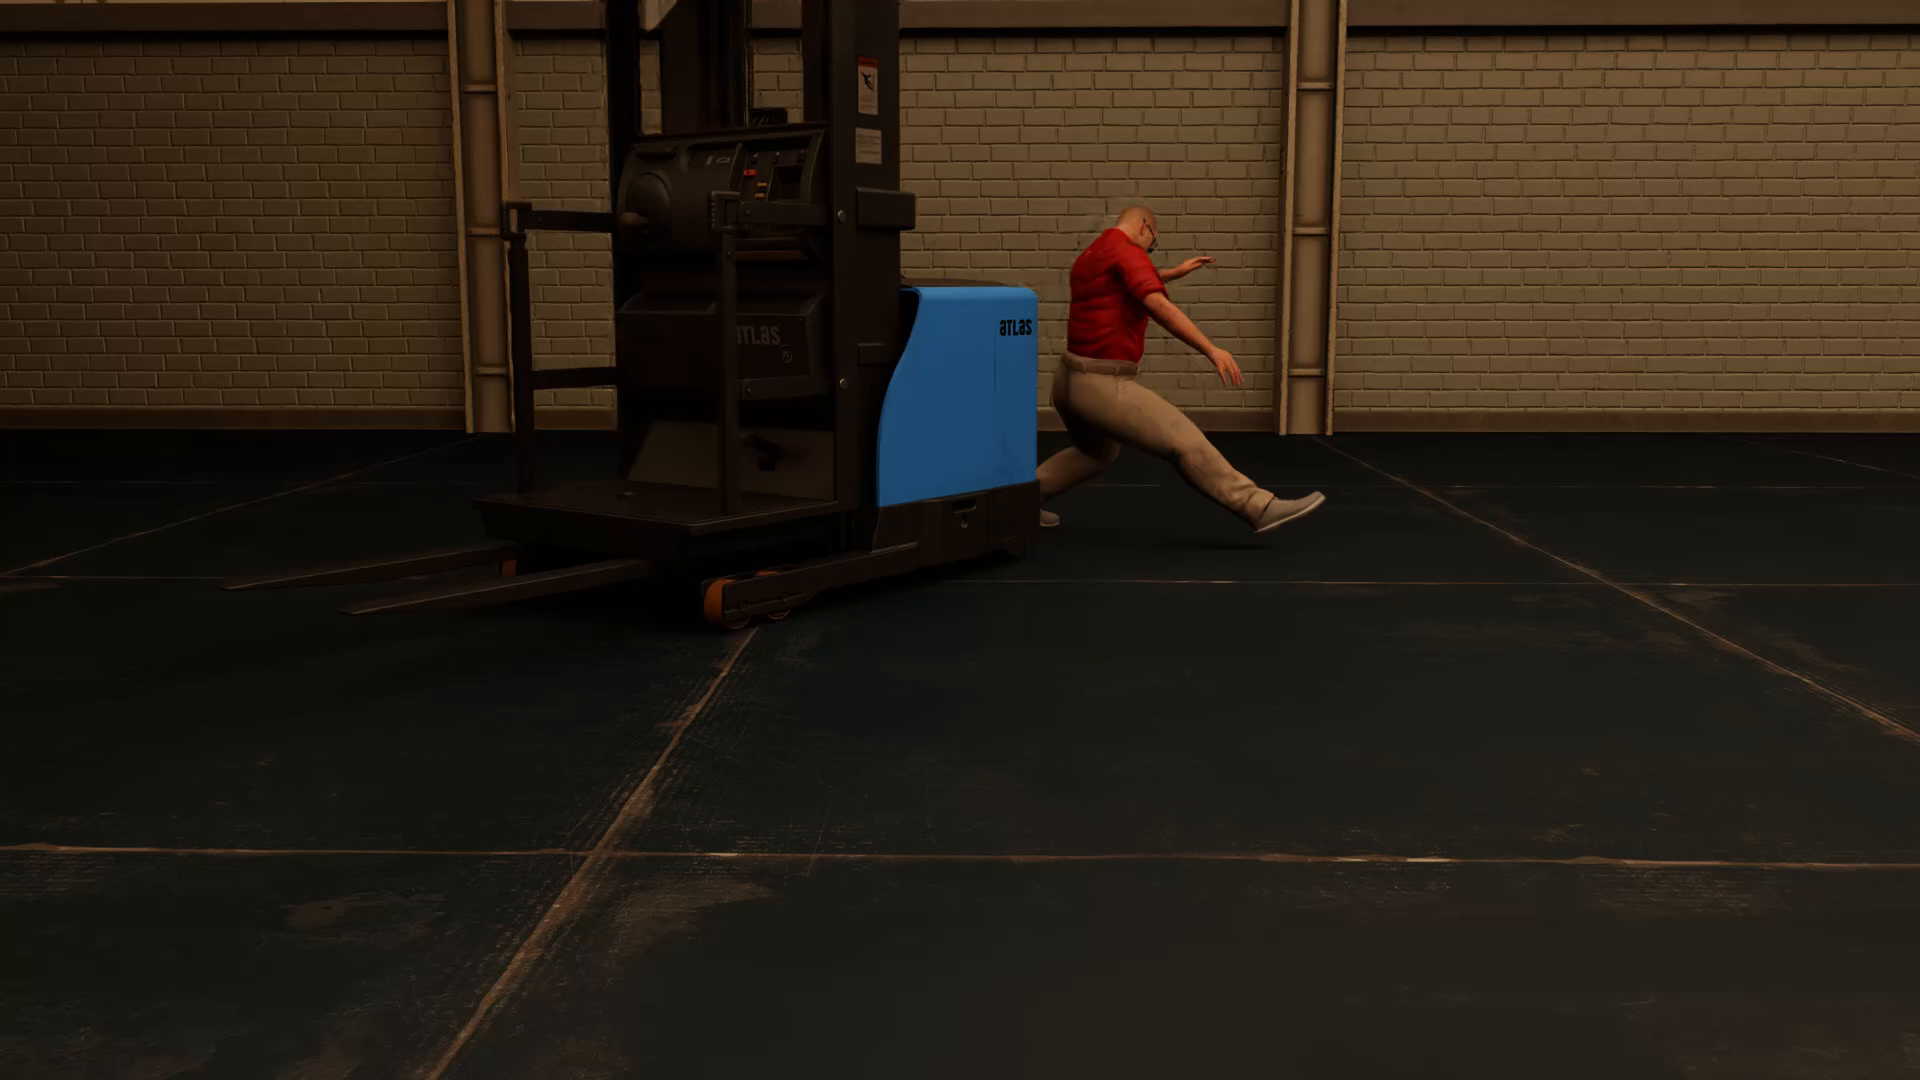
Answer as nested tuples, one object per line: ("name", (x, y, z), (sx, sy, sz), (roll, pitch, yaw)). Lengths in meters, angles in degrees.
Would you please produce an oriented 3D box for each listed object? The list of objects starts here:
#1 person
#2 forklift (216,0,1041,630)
("person", (0.837, -0.706, 7.109), (1.127, 1.428, 1.082), (-2, 9, -15))
("forklift", (-0.963, -1.247, 5.582), (1.130, 2.935, 3.031), (6, 11, 36))
